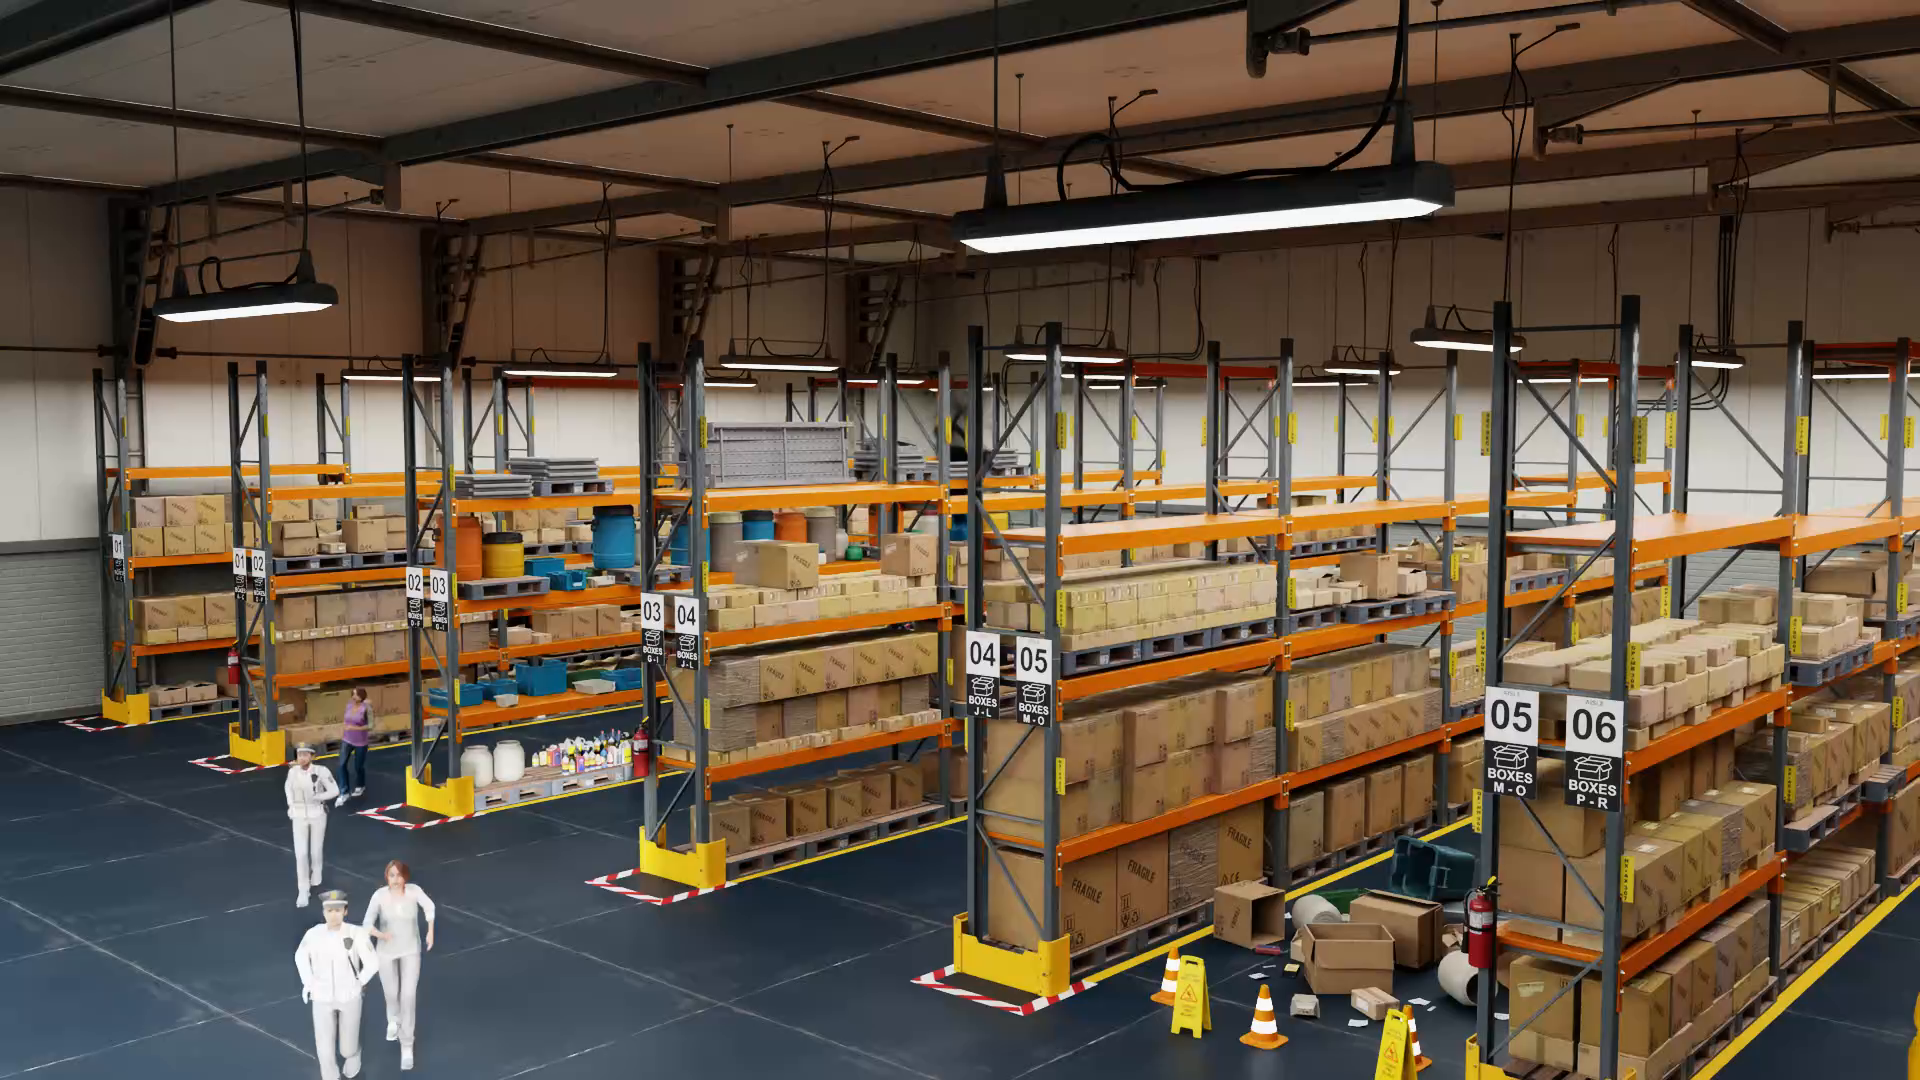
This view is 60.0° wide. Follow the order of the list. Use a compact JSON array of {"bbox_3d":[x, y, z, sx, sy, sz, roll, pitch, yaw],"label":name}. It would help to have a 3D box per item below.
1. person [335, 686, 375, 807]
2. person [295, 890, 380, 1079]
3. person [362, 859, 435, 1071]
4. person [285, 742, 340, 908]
[{"bbox_3d":[-8.052,2.746,22.325,0.529,1.633,0.649,0,4,6],"label":"person"},{"bbox_3d":[-4.648,3.425,12.414,0.618,1.696,0.843,-1,4,-13],"label":"person"},{"bbox_3d":[-4.538,3.379,13.471,0.557,1.619,0.758,-1,4,-17],"label":"person"},{"bbox_3d":[-6.983,3.002,17.910,0.596,1.723,0.848,-1,4,-12],"label":"person"}]
